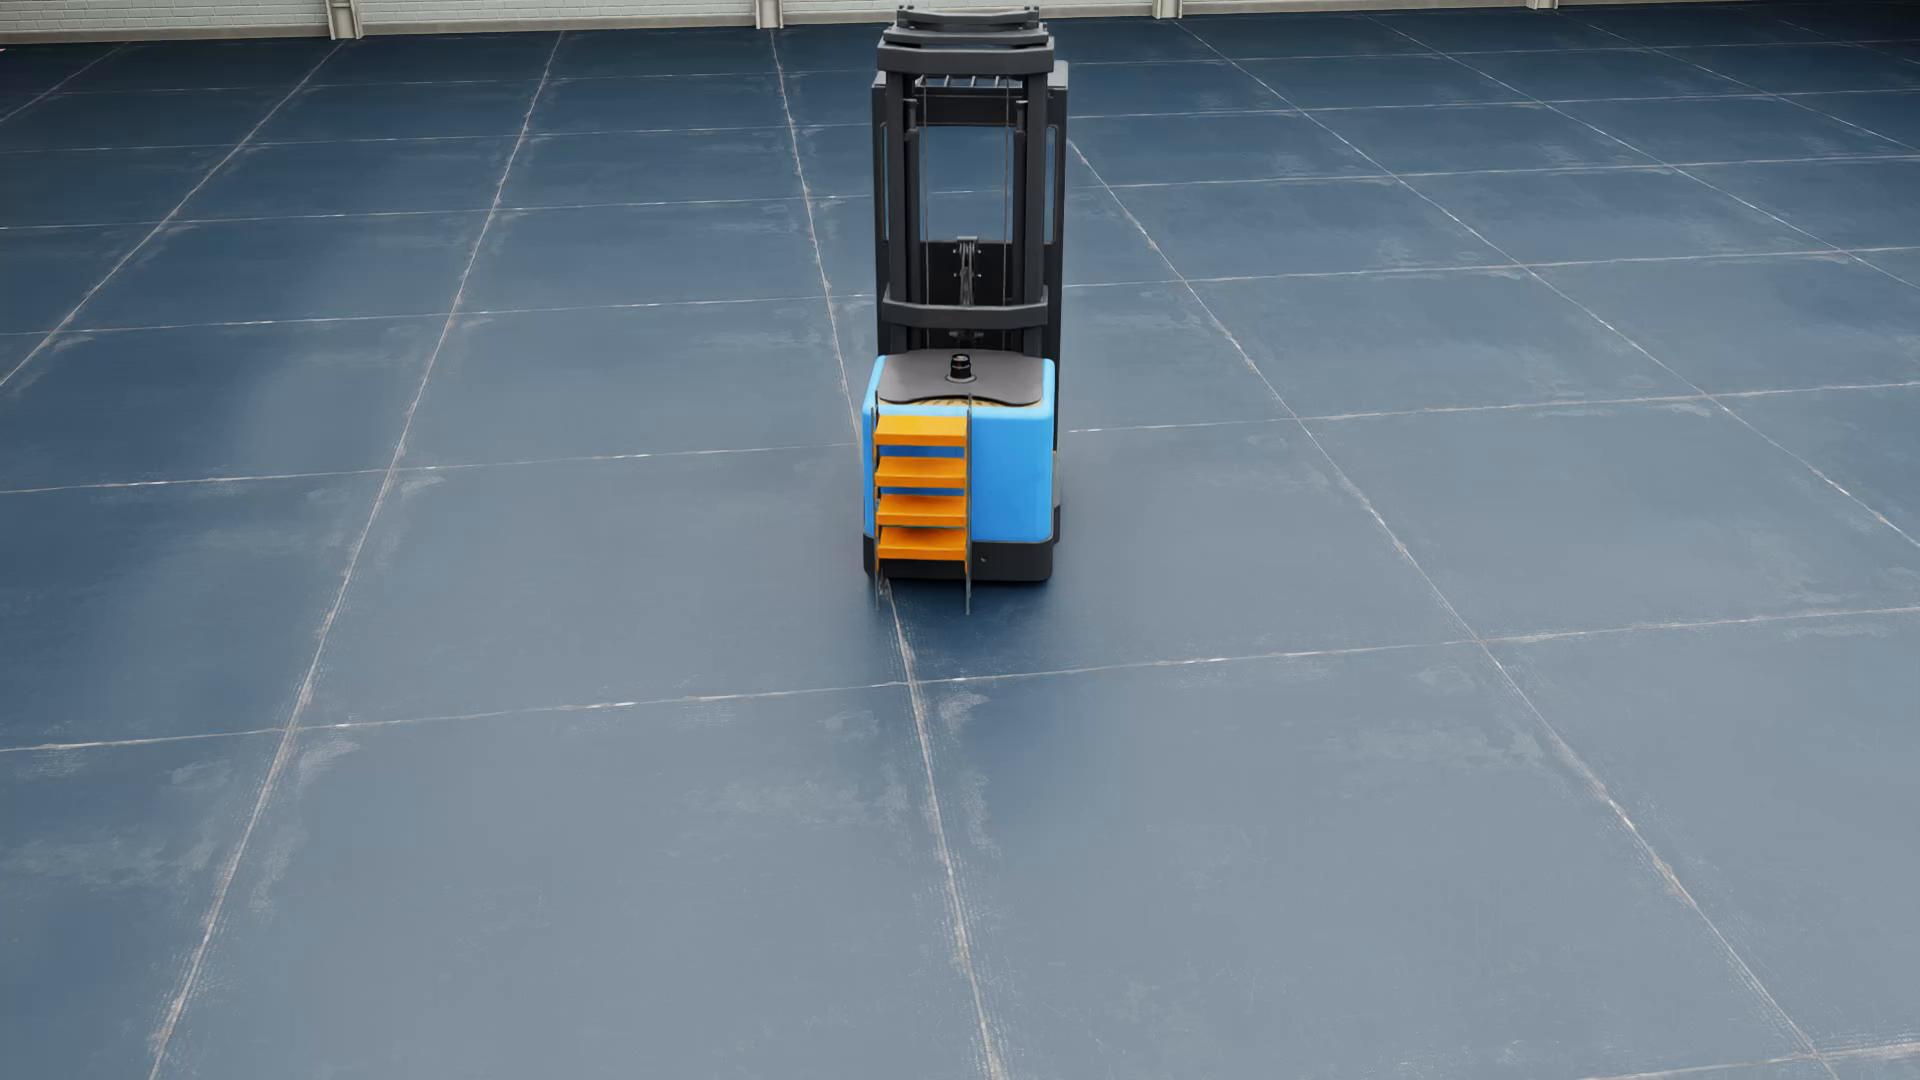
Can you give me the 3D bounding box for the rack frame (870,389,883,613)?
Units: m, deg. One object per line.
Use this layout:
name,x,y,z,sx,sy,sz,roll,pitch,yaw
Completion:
rack frame,-0.440,-0.195,8.815,0.015,1.200,0.240,1,27,3

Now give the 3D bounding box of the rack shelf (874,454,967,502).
rack shelf,-0.197,-0.328,8.731,0.480,0.148,0.258,1,27,3

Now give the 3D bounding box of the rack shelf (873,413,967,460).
rack shelf,-0.197,-0.538,8.622,0.480,0.148,0.258,1,27,3

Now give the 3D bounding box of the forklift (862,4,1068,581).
forklift,0.068,-1.713,9.877,1.130,2.935,3.031,1,27,3

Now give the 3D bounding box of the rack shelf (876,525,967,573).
rack shelf,-0.196,0.047,8.925,0.480,0.148,0.258,1,27,3

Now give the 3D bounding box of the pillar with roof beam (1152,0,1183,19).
pillar with roof beam,3.738,-10.001,19.384,0.400,9.000,9.100,-4,27,-7

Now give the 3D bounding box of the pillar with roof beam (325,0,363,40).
pillar with roof beam,-8.145,-9.238,17.896,0.400,9.000,9.100,-4,27,-7

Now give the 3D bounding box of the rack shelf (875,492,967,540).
rack shelf,-0.196,-0.129,8.834,0.480,0.148,0.258,1,27,3

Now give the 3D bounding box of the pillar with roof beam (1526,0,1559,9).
pillar with roof beam,9.679,-10.383,20.128,0.400,9.000,9.100,-4,27,-7

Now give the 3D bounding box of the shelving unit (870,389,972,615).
shelving unit,-0.196,-0.189,8.803,0.503,1.200,0.258,1,27,3

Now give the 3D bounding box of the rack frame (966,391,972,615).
rack frame,0.047,-0.182,8.790,0.015,1.200,0.240,1,27,3

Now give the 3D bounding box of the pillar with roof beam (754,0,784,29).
pillar with roof beam,-2.204,-9.619,18.640,0.400,9.000,9.100,-4,27,-7
